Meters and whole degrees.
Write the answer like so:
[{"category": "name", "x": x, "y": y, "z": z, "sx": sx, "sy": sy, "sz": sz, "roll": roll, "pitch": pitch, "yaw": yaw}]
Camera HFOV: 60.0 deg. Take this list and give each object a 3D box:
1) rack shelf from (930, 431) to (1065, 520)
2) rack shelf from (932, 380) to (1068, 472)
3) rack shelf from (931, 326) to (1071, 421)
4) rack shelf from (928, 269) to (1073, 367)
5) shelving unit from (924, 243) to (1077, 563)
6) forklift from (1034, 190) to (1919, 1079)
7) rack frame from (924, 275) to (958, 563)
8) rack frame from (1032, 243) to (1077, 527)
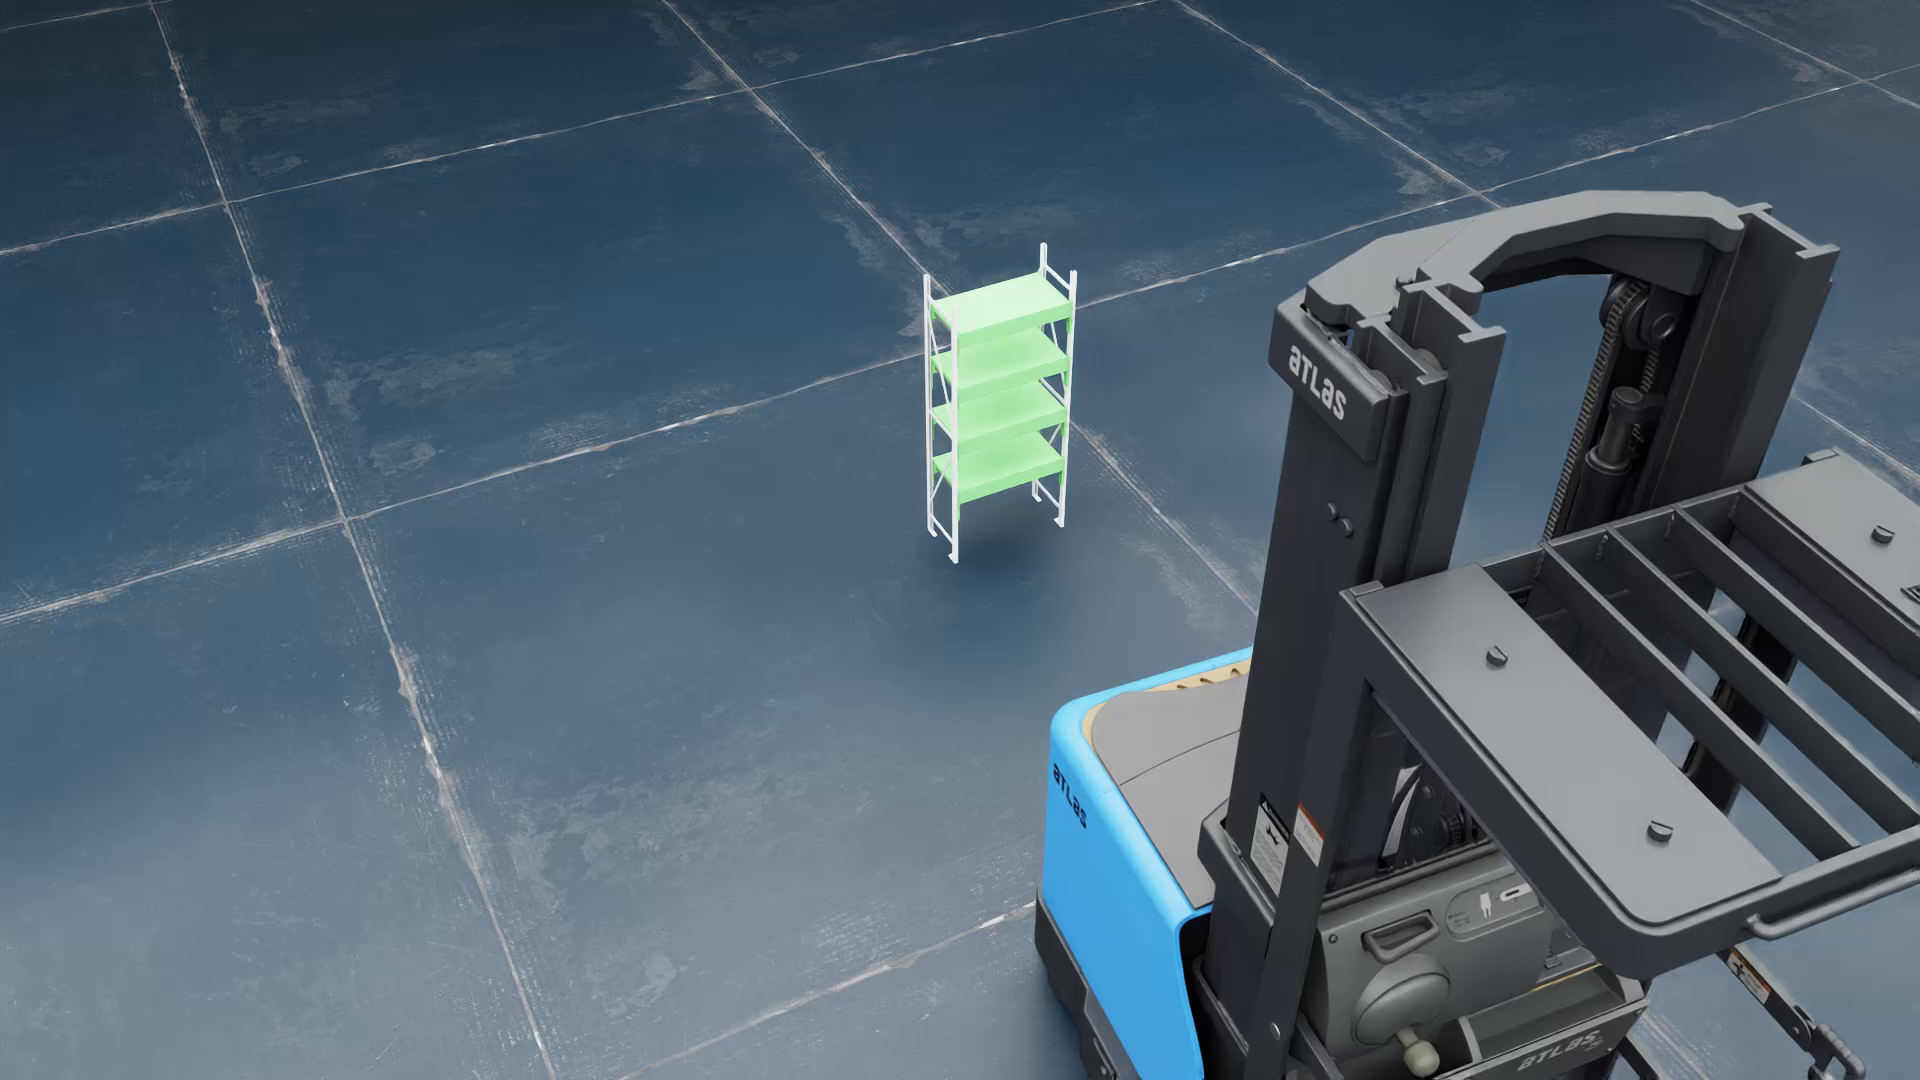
[{"category": "rack shelf", "x": 0.147, "y": -0.275, "z": 6.617, "sx": 0.480, "sy": 0.148, "sz": 0.258, "roll": -19, "pitch": 44, "yaw": -21}, {"category": "rack shelf", "x": 0.147, "y": -0.459, "z": 6.462, "sx": 0.480, "sy": 0.148, "sz": 0.258, "roll": -19, "pitch": 44, "yaw": -21}, {"category": "rack shelf", "x": 0.147, "y": -0.642, "z": 6.307, "sx": 0.480, "sy": 0.148, "sz": 0.258, "roll": -19, "pitch": 44, "yaw": -21}, {"category": "rack shelf", "x": 0.147, "y": -0.825, "z": 6.152, "sx": 0.480, "sy": 0.148, "sz": 0.258, "roll": -19, "pitch": 44, "yaw": -21}, {"category": "shelving unit", "x": 0.147, "y": -0.507, "z": 6.421, "sx": 0.503, "sy": 1.200, "sz": 0.258, "roll": -19, "pitch": 44, "yaw": -21}, {"category": "forklift", "x": 1.254, "y": 0.921, "z": 3.393, "sx": 1.130, "sy": 2.935, "sz": 3.031, "roll": -15, "pitch": 42, "yaw": -17}, {"category": "rack frame", "x": -0.070, "y": -0.435, "z": 6.335, "sx": 0.015, "sy": 1.200, "sz": 0.240, "roll": -19, "pitch": 44, "yaw": -21}, {"category": "rack frame", "x": 0.363, "y": -0.580, "z": 6.507, "sx": 0.015, "sy": 1.200, "sz": 0.240, "roll": -19, "pitch": 44, "yaw": -21}]
